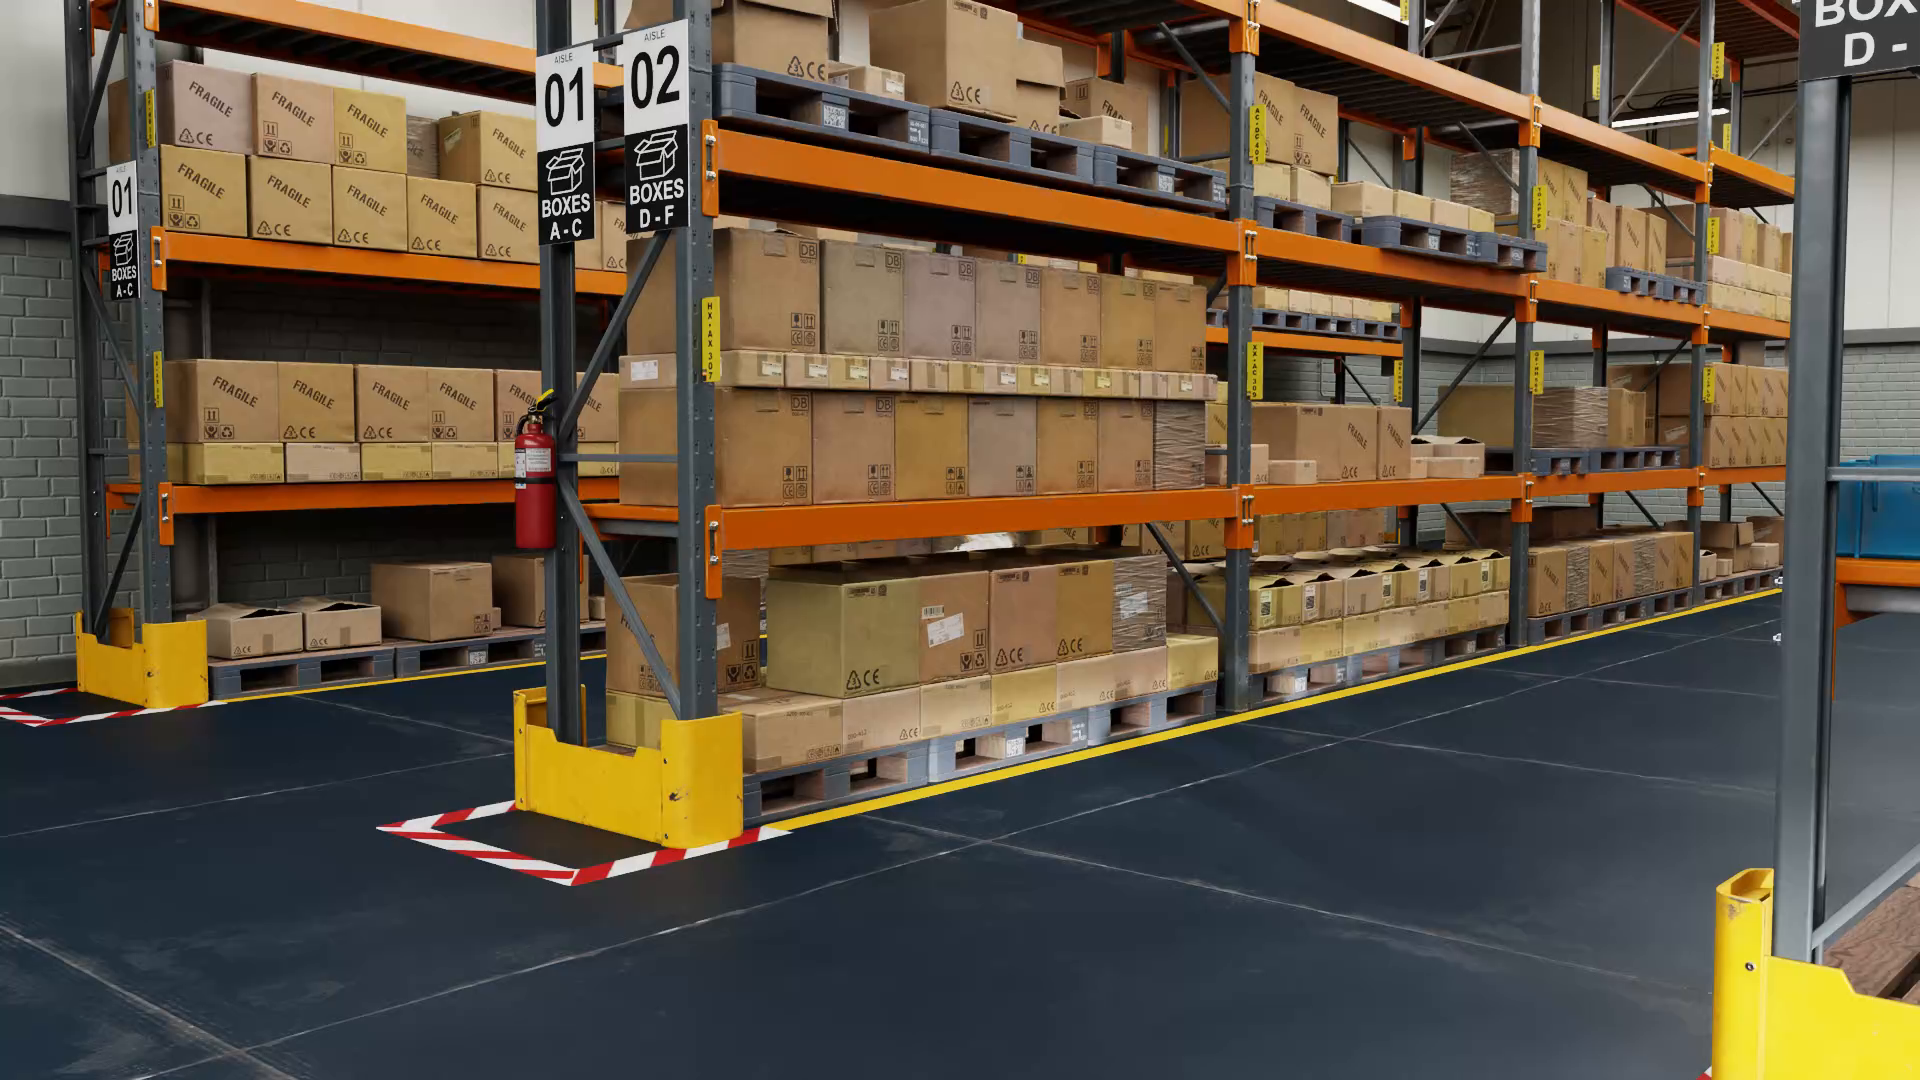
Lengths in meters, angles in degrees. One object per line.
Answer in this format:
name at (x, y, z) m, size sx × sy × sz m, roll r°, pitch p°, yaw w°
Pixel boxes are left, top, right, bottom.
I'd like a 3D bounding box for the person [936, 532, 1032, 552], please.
person at (0.228, 0.284, 13.576) m, size 0.544 × 0.952 × 1.023 m, roll 3°, pitch 4°, yaw 38°
